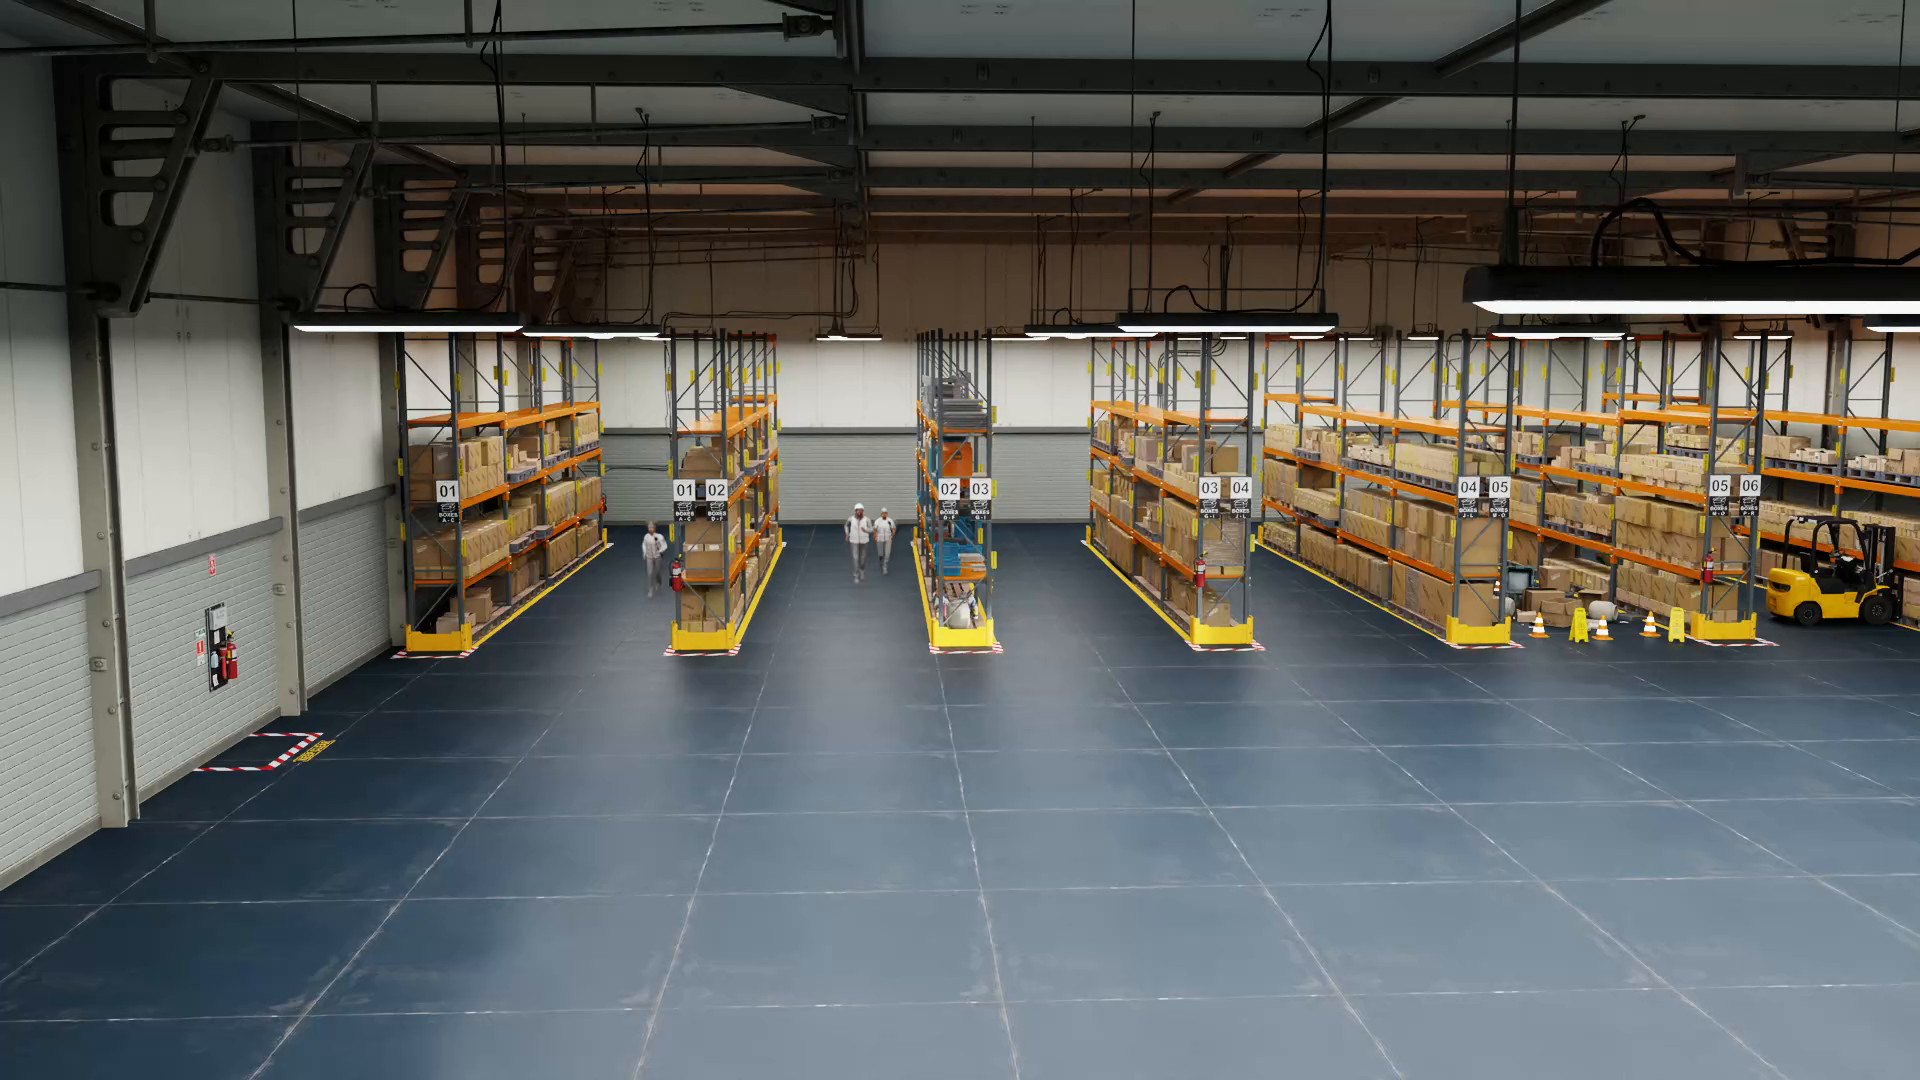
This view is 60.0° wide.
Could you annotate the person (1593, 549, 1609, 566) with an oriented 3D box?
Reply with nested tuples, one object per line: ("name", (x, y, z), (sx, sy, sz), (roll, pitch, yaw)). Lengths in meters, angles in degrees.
("person", (16.037, -0.068, 41.549), (0.665, 1.768, 0.982), (-1, 7, -6))

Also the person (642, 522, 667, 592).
("person", (-6.946, 0.366, 37.864), (0.608, 1.616, 0.683), (0, 7, 4))

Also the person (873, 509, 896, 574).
("person", (-1.895, 0.024, 41.736), (0.614, 1.617, 0.575), (-1, 7, -6))

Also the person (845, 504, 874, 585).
("person", (-2.292, 0.068, 37.849), (0.649, 1.795, 0.871), (-1, 7, -6))
